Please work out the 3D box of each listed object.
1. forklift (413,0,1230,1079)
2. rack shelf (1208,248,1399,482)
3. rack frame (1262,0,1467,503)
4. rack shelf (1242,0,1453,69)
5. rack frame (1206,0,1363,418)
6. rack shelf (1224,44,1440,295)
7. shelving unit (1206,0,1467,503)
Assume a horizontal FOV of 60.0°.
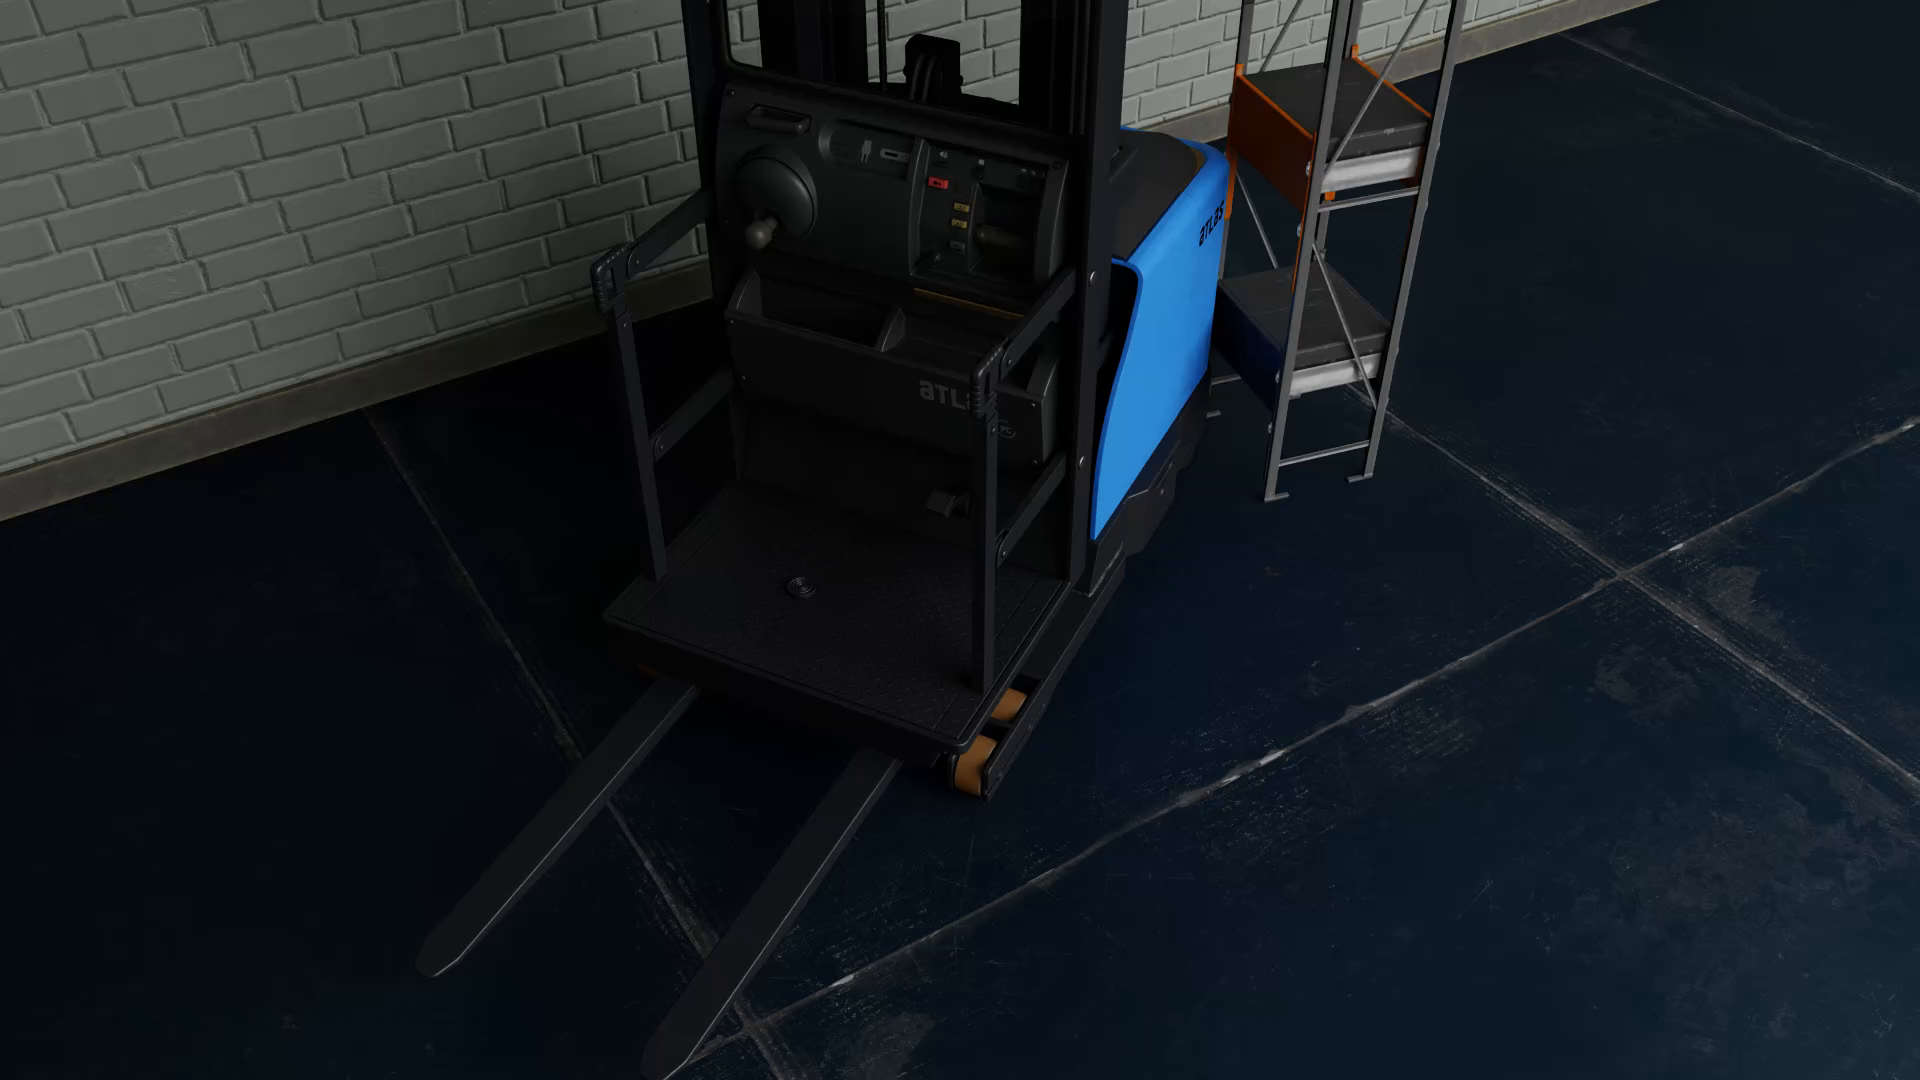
[{"bbox_3d":[-0.272,-0.768,3.881,1.130,2.935,3.031,17,43,20],"label":"forklift"},{"bbox_3d":[1.089,-0.573,5.413,0.431,0.518,0.480,-13,42,-15],"label":"rack shelf"},{"bbox_3d":[1.172,-0.975,4.780,0.400,2.100,0.015,-13,42,-15],"label":"rack frame"},{"bbox_3d":[1.089,-1.649,4.516,0.431,0.518,0.480,-13,42,-15],"label":"rack shelf"},{"bbox_3d":[1.006,-1.269,5.132,0.400,2.100,0.015,-13,42,-15],"label":"rack frame"},{"bbox_3d":[1.089,-1.111,4.965,0.431,0.518,0.480,-13,42,-15],"label":"rack shelf"},{"bbox_3d":[1.089,-1.122,4.956,0.431,2.100,0.503,-13,42,-15],"label":"shelving unit"}]
